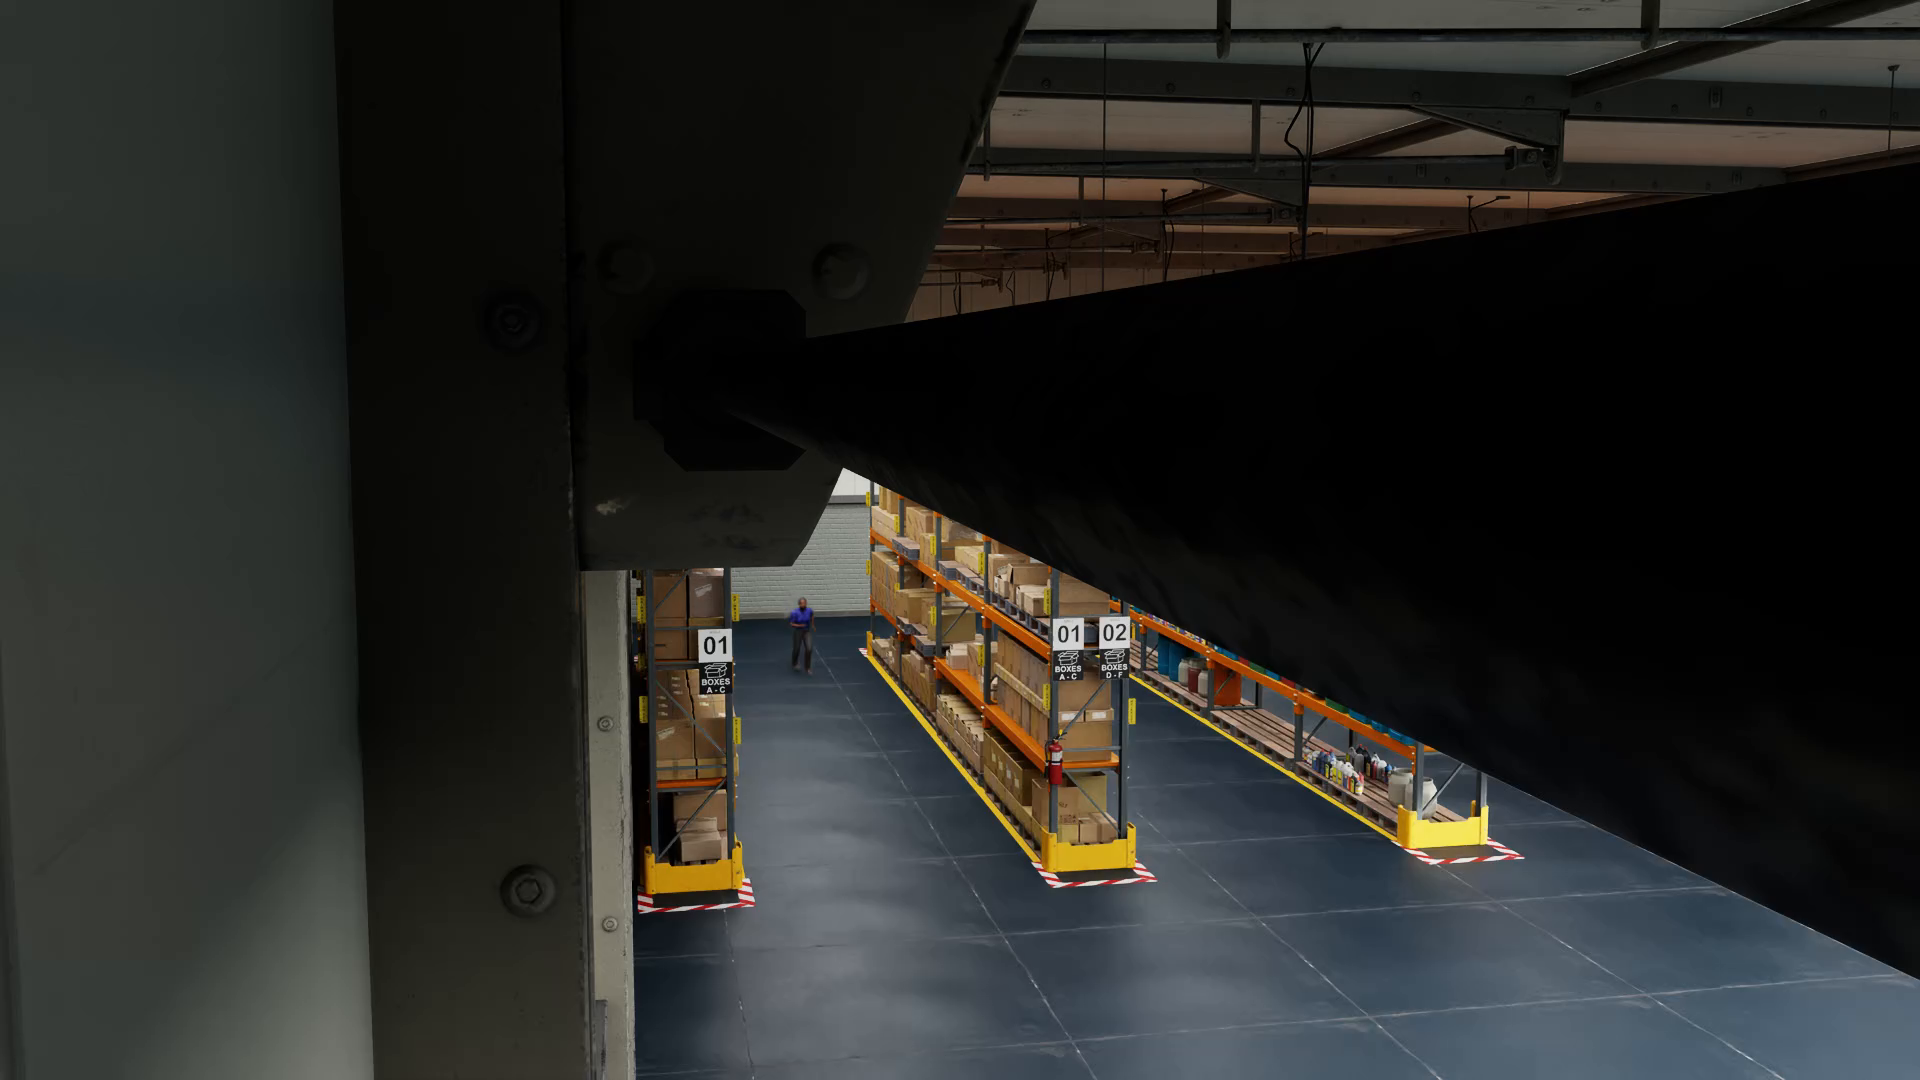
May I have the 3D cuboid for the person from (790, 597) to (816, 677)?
[{"bbox_3d":[-3.244,1.963,34.225,0.589,1.633,0.953,-2,6,-18],"label":"person"}]
